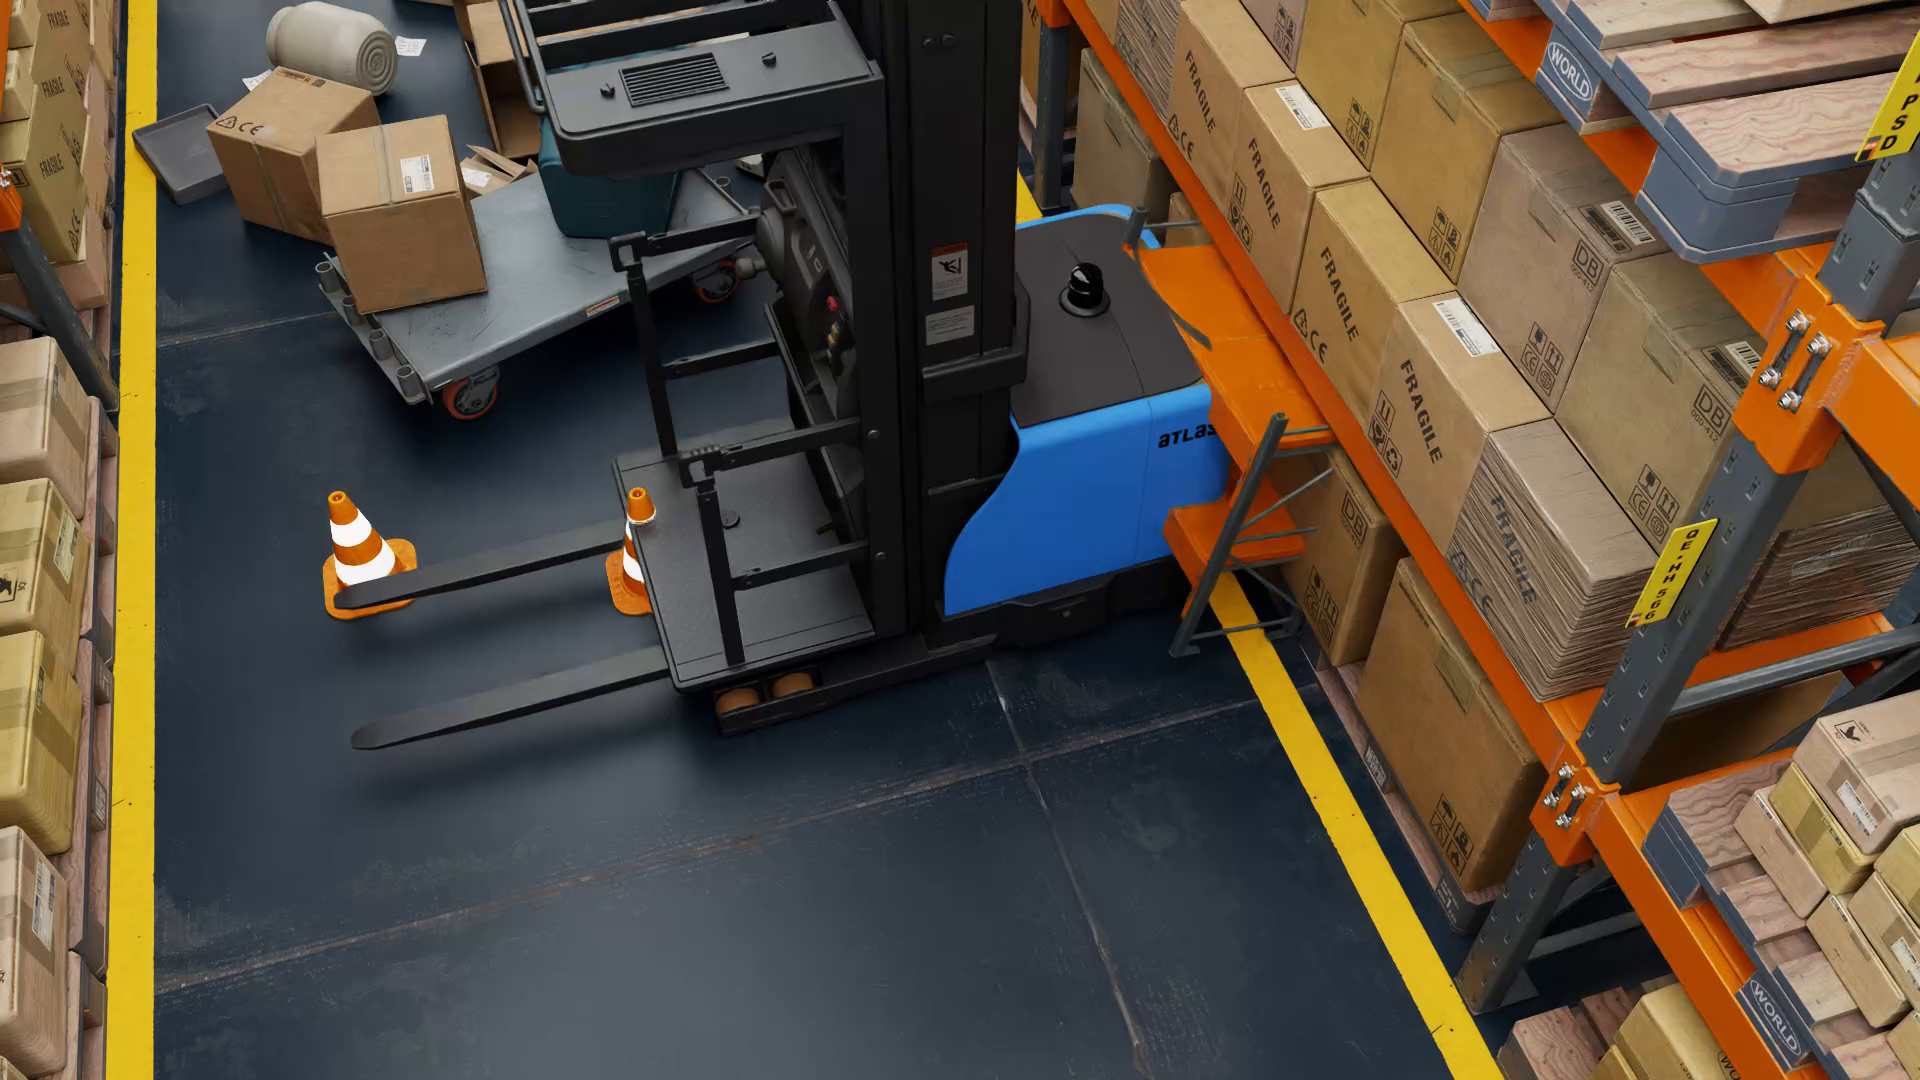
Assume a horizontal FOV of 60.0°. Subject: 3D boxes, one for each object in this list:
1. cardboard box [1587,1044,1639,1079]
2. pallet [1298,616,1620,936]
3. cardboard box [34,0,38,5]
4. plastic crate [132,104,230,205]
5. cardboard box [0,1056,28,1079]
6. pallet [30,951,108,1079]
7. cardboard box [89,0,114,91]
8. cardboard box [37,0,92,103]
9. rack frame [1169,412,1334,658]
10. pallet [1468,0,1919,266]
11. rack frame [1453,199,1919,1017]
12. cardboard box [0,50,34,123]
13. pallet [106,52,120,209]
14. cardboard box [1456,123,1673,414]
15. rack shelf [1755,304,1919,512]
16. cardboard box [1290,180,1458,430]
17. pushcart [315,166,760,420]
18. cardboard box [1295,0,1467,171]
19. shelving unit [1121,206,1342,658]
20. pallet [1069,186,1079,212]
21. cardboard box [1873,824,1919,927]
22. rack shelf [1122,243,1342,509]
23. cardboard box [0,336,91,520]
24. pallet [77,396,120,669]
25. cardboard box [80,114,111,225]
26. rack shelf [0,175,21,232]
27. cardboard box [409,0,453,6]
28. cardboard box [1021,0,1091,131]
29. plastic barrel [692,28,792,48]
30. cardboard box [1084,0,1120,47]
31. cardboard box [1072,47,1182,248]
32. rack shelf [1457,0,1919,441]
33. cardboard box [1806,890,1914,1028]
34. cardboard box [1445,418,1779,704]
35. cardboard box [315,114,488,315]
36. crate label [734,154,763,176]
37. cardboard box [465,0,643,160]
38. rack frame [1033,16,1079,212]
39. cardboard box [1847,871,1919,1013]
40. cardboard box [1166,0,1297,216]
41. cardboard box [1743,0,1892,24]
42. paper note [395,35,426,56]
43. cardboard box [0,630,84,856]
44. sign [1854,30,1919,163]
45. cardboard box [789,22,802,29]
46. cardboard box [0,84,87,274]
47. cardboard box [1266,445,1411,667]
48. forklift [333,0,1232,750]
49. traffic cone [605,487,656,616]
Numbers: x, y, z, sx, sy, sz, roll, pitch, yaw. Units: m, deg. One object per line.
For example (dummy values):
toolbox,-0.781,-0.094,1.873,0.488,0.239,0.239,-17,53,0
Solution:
cardboard box,1.976,1.564,4.330,0.500,0.500,0.500,-15,52,-13
pallet,1.849,0.625,5.585,1.003,0.211,1.213,-13,51,-11
cardboard box,-4.003,-2.277,6.817,0.380,0.149,0.250,-11,51,-9
plastic crate,-3.552,-1.800,7.715,0.402,0.080,0.583,-30,56,-23
cardboard box,-2.846,1.809,4.207,0.950,0.372,0.625,-16,52,-13
pallet,-2.918,1.840,4.561,1.003,0.211,1.213,-13,51,-11
cardboard box,-4.252,-2.289,7.742,0.500,0.250,0.500,-15,51,-12
cardboard box,-4.109,-2.159,7.142,0.500,0.500,0.500,-11,51,-9
rack frame,1.060,-0.019,5.424,0.500,1.125,0.032,-8,50,-22
pallet,1.769,-1.045,3.331,1.213,0.211,1.003,-11,51,-9
rack frame,2.011,0.319,4.019,1.000,3.000,0.127,-13,51,-11
cardboard box,-3.767,-1.706,6.335,0.380,0.149,0.250,-13,51,-10
pallet,-4.468,-1.886,7.702,1.003,0.211,1.213,-13,51,-11
cardboard box,1.736,-0.735,4.188,0.700,0.500,0.500,-14,51,-12
rack shelf,2.602,1.045,1.916,1.077,0.370,4.000,-13,51,-11
cardboard box,1.327,-0.711,4.822,0.500,0.500,0.500,-14,51,-12
pushcart,-1.708,-1.116,6.944,1.648,0.377,0.936,-30,56,-23
cardboard box,1.431,-1.482,4.818,0.700,0.500,0.500,-14,51,-11
shelving unit,0.884,-0.387,5.728,0.538,1.125,1.048,-8,50,-22
pallet,1.128,-1.157,7.087,1.003,0.211,1.213,-13,51,-11
cardboard box,2.044,0.650,3.241,0.380,0.149,0.250,-15,51,-12
rack shelf,0.939,-0.585,5.519,0.538,0.278,1.000,-8,50,-22
cardboard box,-3.714,-0.315,5.998,0.950,0.372,0.625,-13,51,-11
pallet,-3.639,0.058,6.063,1.003,0.211,1.213,-13,51,-11
cardboard box,-3.956,-1.538,7.108,0.500,0.250,0.500,-11,51,-9
rack shelf,-3.280,0.283,4.520,1.077,0.370,4.000,-13,51,-11
cardboard box,-2.737,-2.912,8.607,0.380,0.149,0.250,10,51,8
cardboard box,0.708,-2.528,7.534,0.875,0.875,0.875,-13,51,-10
plastic barrel,-0.973,-2.254,7.873,0.512,0.421,0.421,18,52,14
cardboard box,0.726,-2.190,6.069,0.500,0.500,0.500,-13,51,-11
cardboard box,1.097,-1.580,6.816,1.050,0.750,0.750,-14,51,-11
rack shelf,1.419,-1.877,4.379,1.077,0.370,4.000,-13,51,-11
cardboard box,2.029,0.833,3.475,0.380,0.149,0.250,-11,51,-9
cardboard box,1.621,0.019,4.207,0.500,0.500,0.500,-13,51,-11
cardboard box,-2.180,-1.272,6.500,0.500,0.500,0.500,-13,51,-11
crate label,-0.901,-1.806,7.683,0.250,0.136,0.298,26,55,20
cardboard box,-1.832,-2.178,7.668,0.797,0.637,0.503,-13,51,-11
rack frame,0.828,-2.602,6.482,1.000,3.000,0.127,-13,51,-11
cardboard box,2.044,0.765,3.338,0.380,0.149,0.250,-11,51,-9
cardboard box,1.021,-1.455,5.450,0.500,0.500,0.500,-14,51,-11
cardboard box,1.623,-1.128,3.090,0.380,0.166,0.250,-13,51,-11
paper note,-2.765,-2.475,8.324,0.148,0.019,0.142,2,50,2
cardboard box,-3.291,0.717,5.128,0.950,0.372,0.625,-12,51,-10
sign,1.478,-0.720,2.544,0.100,0.325,0.005,-13,51,-11
cardboard box,-0.612,-2.699,8.197,0.500,0.500,0.500,-6,50,-5
cardboard box,-3.788,-1.392,6.495,0.500,0.500,0.500,-11,51,-9
cardboard box,1.655,-0.194,5.648,1.050,0.750,0.750,-13,51,-10
forklift,-0.646,-0.742,4.958,3.031,2.935,1.130,-15,51,-12
traffic cone,-1.126,-0.017,5.962,0.336,0.463,0.334,-13,51,-11
